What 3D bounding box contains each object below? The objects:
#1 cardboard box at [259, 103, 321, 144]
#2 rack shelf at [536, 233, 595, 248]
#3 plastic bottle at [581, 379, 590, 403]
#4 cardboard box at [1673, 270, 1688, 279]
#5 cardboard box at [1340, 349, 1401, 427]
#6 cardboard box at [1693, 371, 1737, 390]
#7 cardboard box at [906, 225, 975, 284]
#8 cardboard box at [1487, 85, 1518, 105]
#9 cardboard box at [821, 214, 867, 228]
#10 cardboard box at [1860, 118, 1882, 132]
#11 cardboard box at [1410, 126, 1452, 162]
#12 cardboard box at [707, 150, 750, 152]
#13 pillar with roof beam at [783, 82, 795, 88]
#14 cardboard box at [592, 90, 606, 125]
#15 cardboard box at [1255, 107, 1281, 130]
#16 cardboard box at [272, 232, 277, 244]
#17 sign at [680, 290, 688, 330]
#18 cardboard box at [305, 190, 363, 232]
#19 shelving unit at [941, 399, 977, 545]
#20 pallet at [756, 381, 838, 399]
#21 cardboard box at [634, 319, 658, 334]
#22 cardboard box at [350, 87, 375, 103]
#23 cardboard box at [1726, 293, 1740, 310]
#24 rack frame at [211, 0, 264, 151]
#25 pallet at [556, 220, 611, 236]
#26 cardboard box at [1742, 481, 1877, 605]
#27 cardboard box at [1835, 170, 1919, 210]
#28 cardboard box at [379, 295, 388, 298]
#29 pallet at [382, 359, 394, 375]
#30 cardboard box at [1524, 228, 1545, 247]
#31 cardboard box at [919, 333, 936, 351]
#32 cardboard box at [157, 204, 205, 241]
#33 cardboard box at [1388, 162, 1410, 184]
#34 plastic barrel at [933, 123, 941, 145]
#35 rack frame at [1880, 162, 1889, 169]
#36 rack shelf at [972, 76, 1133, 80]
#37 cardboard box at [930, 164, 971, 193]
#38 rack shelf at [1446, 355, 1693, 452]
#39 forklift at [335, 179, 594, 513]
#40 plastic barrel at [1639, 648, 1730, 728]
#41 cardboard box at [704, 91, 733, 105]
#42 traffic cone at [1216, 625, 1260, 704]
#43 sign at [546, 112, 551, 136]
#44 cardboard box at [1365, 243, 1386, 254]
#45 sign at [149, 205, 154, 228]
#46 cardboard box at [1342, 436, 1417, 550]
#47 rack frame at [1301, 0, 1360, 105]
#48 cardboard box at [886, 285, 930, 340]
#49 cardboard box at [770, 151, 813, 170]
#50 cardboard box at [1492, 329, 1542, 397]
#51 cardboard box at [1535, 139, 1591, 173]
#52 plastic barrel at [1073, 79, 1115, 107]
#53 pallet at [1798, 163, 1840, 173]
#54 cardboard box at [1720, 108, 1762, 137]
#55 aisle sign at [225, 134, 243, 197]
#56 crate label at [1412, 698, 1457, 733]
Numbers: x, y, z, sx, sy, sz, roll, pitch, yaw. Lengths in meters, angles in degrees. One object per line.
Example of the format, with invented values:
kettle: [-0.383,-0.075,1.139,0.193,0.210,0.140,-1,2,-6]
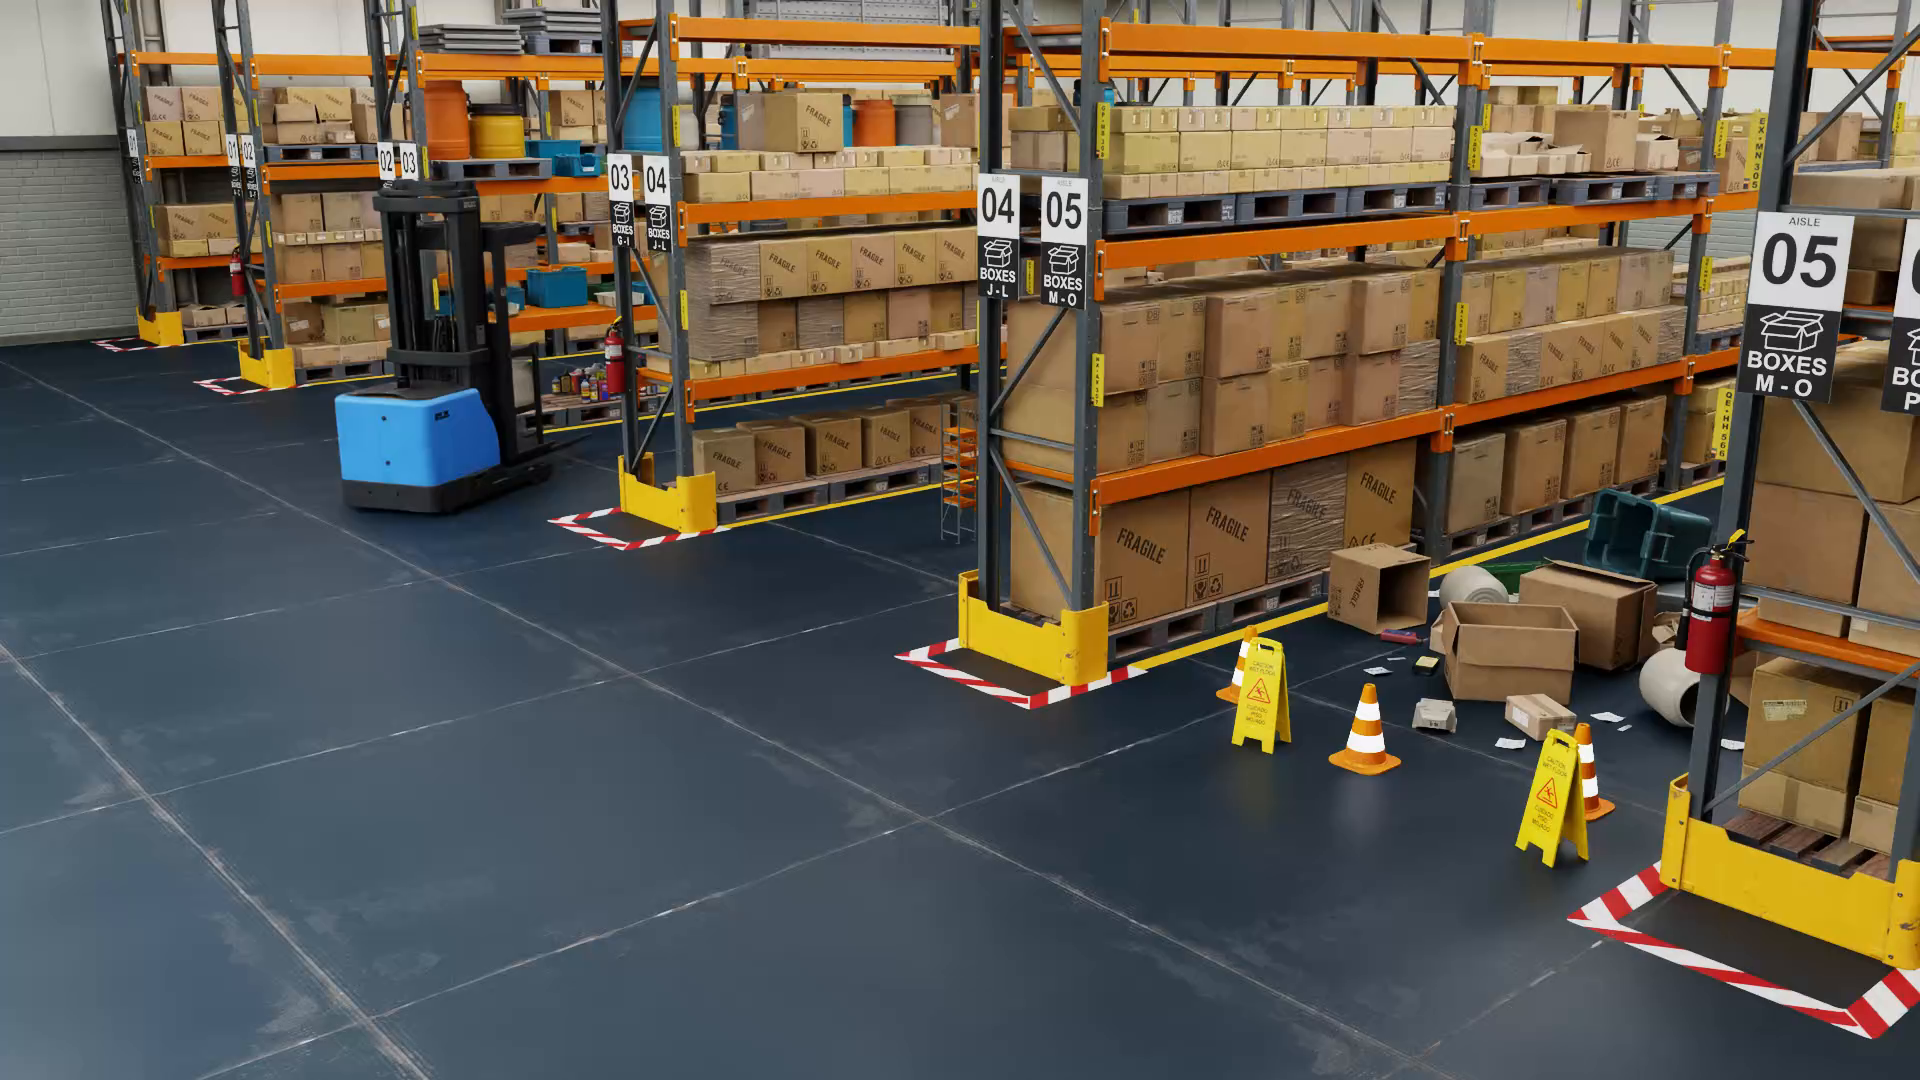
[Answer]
cardboard box: [-8.748,-5.424,21.645,0.637,0.503,0.797,-11,18,-36]
rack shelf: [-7.912,-5.190,29.263,4.000,0.370,1.077,-13,19,-39]
plastic bottle: [-4.363,-1.734,19.362,0.097,0.271,0.097,0,15,0]
cardboard box: [7.187,-2.675,16.971,0.250,0.149,0.380,-12,19,-38]
cardboard box: [2.843,-1.233,12.765,0.550,0.550,0.875,-13,19,-39]
cardboard box: [7.592,-1.514,16.683,0.500,0.250,0.500,-13,20,-40]
cardboard box: [-0.202,-2.766,16.087,0.500,0.500,0.500,-13,19,-39]
cardboard box: [7.082,-5.930,22.172,0.500,0.250,0.500,-14,21,-43]
cardboard box: [-1.933,-5.410,27.685,0.500,0.500,0.700,-9,17,-29]
cardboard box: [9.927,-4.492,17.990,0.250,0.149,0.380,-13,20,-40]
cardboard box: [3.310,-2.962,12.419,0.500,0.250,0.500,-13,20,-40]
cardboard box: [-2.098,-3.442,15.028,0.250,0.149,0.380,-13,19,-39]
pillar with roof beam: [-0.600,-8.902,30.138,0.400,9.000,9.100,-13,19,-39]
cardboard box: [-5.261,-6.375,24.515,0.500,0.500,0.500,-10,18,-34]
cardboard box: [1.916,-2.820,11.115,0.250,0.149,0.380,-13,20,-40]
cardboard box: [-9.021,-4.021,22.041,0.250,0.149,0.380,-13,20,-40]
sign: [-2.328,-1.941,14.027,0.005,0.325,0.100,-13,19,-39]
cardboard box: [-8.390,-4.408,22.234,0.500,0.500,0.700,-13,20,-41]
shelving unit: [-0.011,-0.577,14.086,0.189,1.200,0.258,-13,19,-39]
pallet: [-2.351,-2.064,21.567,1.213,0.211,1.003,-13,19,-39]
cardboard box: [-4.924,-3.304,25.323,0.500,0.250,0.500,-13,20,-41]
cardboard box: [-9.621,-7.052,26.854,0.500,0.500,0.500,14,20,42]
cardboard box: [7.430,-2.361,16.374,0.250,0.149,0.380,-13,20,-41]
rack frame: [-9.184,-6.456,20.982,0.127,3.000,1.000,-13,19,-39]
pallet: [-6.871,-5.642,29.933,1.003,0.211,1.213,-13,19,-39]
cardboard box: [4.050,-0.037,7.805,0.500,0.500,0.500,-13,20,-40]
cardboard box: [4.102,-1.563,7.419,0.250,0.149,0.380,-12,19,-38]
cardboard box: [-7.852,-3.200,23.478,0.500,0.500,0.500,-13,19,-39]
pallet: [-7.715,-2.554,23.401,1.213,0.211,1.003,-13,19,-39]
cardboard box: [7.664,-4.297,22.786,0.500,0.500,0.500,-13,20,-41]
cardboard box: [-0.449,-1.939,16.184,0.250,0.149,0.380,-13,19,-39]
cardboard box: [-11.881,-4.843,25.368,0.500,0.500,0.500,-13,19,-39]
cardboard box: [3.064,-2.692,12.181,0.250,0.149,0.380,-12,19,-39]
plastic barrel: [-0.336,-5.458,22.842,0.421,0.512,0.421,0,15,0]
rack frame: [9.548,-2.679,18.465,0.127,3.000,1.000,-13,19,-39]
rack shelf: [1.377,-8.479,29.954,4.000,0.370,1.077,-13,19,-39]
cardboard box: [-0.240,-3.468,15.900,0.500,0.250,0.500,-12,19,-38]
rack shelf: [5.022,-1.315,14.753,4.000,0.370,1.077,-13,19,-39]
forklift: [-4.690,-1.995,16.038,1.130,2.935,3.031,5,16,18]
plastic barrel: [4.386,0.901,10.057,0.421,0.421,0.512,0,15,-1]
cardboard box: [-4.543,-8.407,31.598,0.500,0.250,0.500,-13,20,-41]
traffic cone: [1.828,0.766,10.484,0.334,0.463,0.336,-13,19,-39]
sign: [-5.801,-5.865,23.426,0.005,0.325,0.100,-13,19,-39]
cardboard box: [4.908,-3.862,20.759,0.637,0.503,0.797,-12,19,-38]
sign: [-12.082,-4.834,24.857,0.005,0.325,0.100,-13,19,-39]
cardboard box: [2.993,-0.407,13.264,0.875,0.875,0.875,-12,19,-39]
rack frame: [6.135,-8.202,27.517,0.127,3.000,1.000,-13,19,-39]
cardboard box: [-0.758,-2.252,16.097,0.500,0.500,0.875,-13,19,-39]
cardboard box: [-1.518,-3.364,14.737,0.250,0.149,0.380,-13,20,-40]
cardboard box: [4.467,-1.494,13.837,0.500,0.500,0.500,-12,19,-39]
cardboard box: [5.064,-3.235,13.987,0.258,0.266,0.396,-13,19,-39]
plastic barrel: [1.930,-6.201,24.055,0.708,0.901,0.600,-13,19,-39]
pallet: [8.232,-3.777,17.129,1.003,0.211,1.213,-13,19,-39]
cardboard box: [7.406,-3.971,15.813,0.258,0.266,0.396,-13,19,-39]
aisle sign: [-9.426,-4.860,21.593,0.004,0.787,0.394,-13,19,-39]
crate label: [2.866,1.056,10.031,0.250,0.136,0.298,5,16,18]
